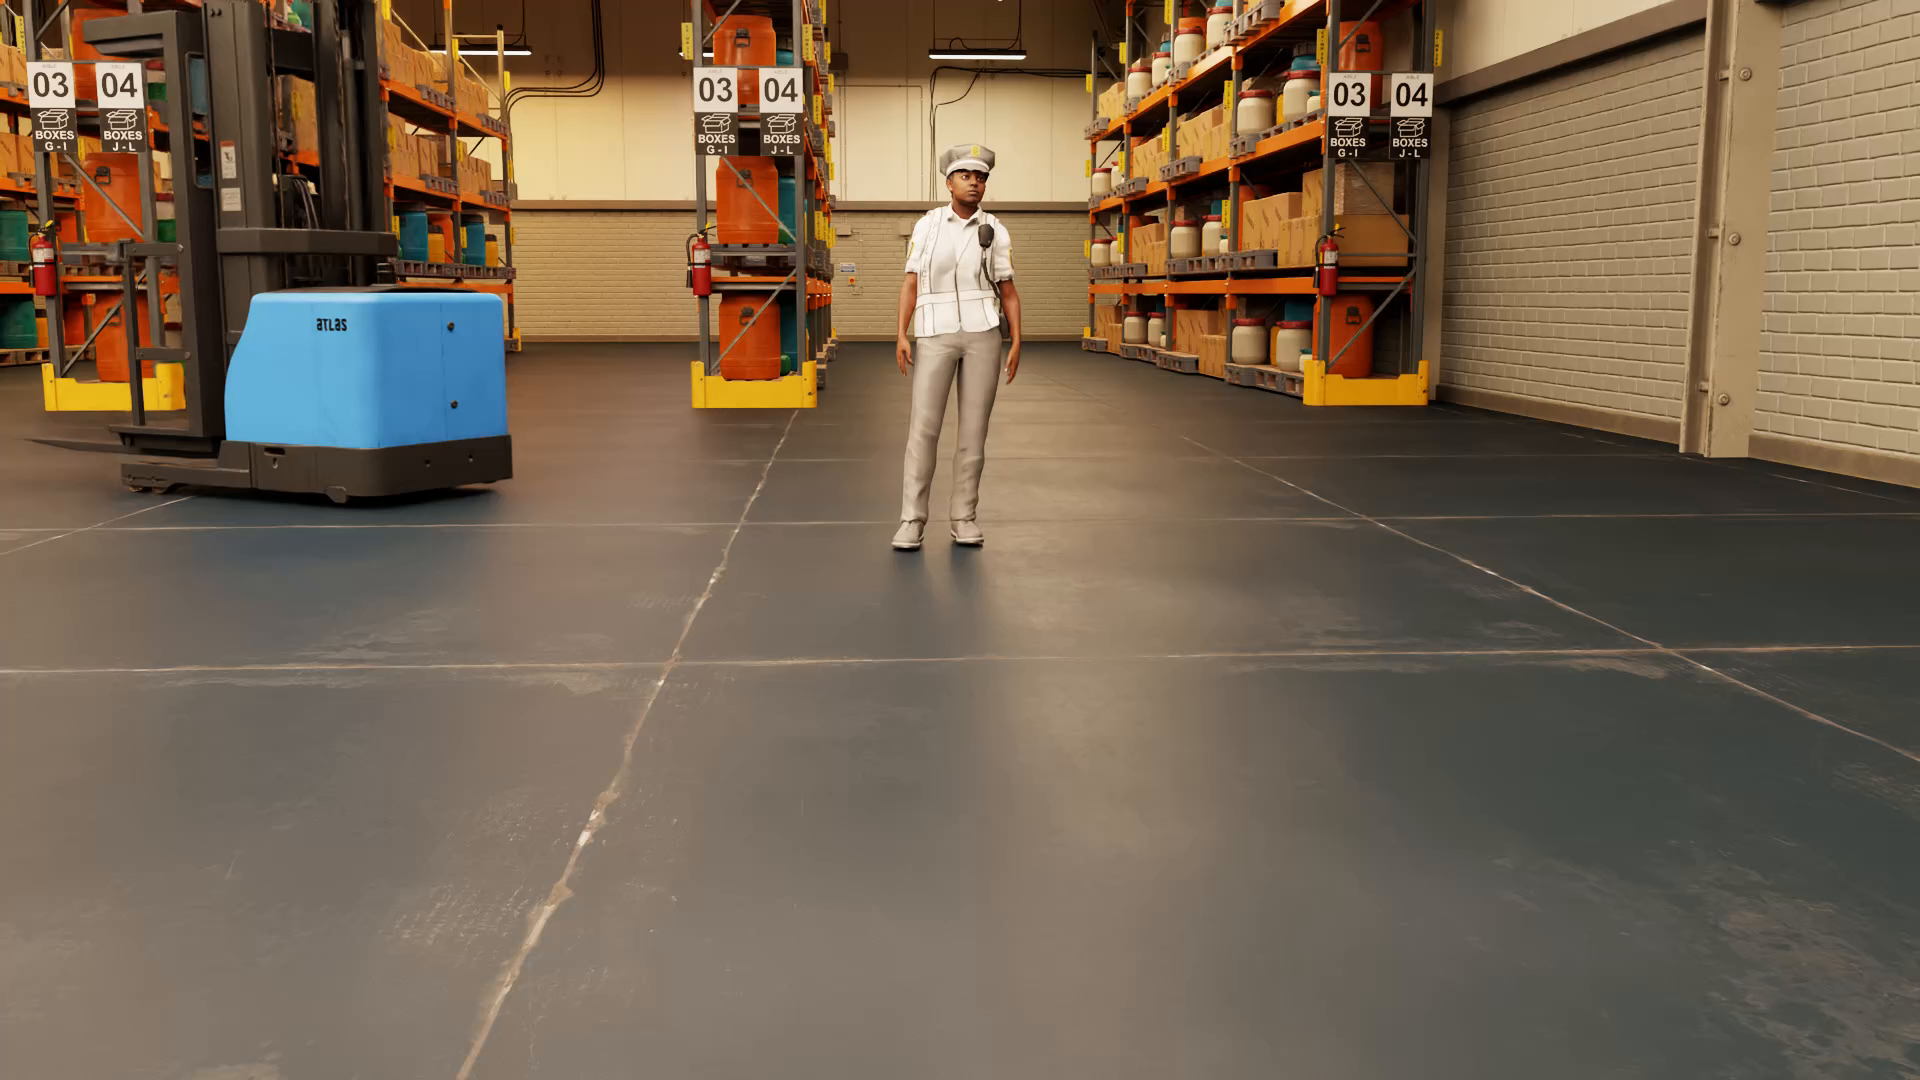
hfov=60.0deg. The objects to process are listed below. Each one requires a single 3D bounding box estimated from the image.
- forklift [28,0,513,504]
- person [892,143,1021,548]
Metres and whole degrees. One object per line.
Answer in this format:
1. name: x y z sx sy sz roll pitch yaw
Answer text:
1. forklift: -3.996 -1.761 9.188 3.031 2.935 1.130 4 10 28
2. person: -0.016 -0.834 7.109 0.569 1.695 0.530 -1 8 -4
